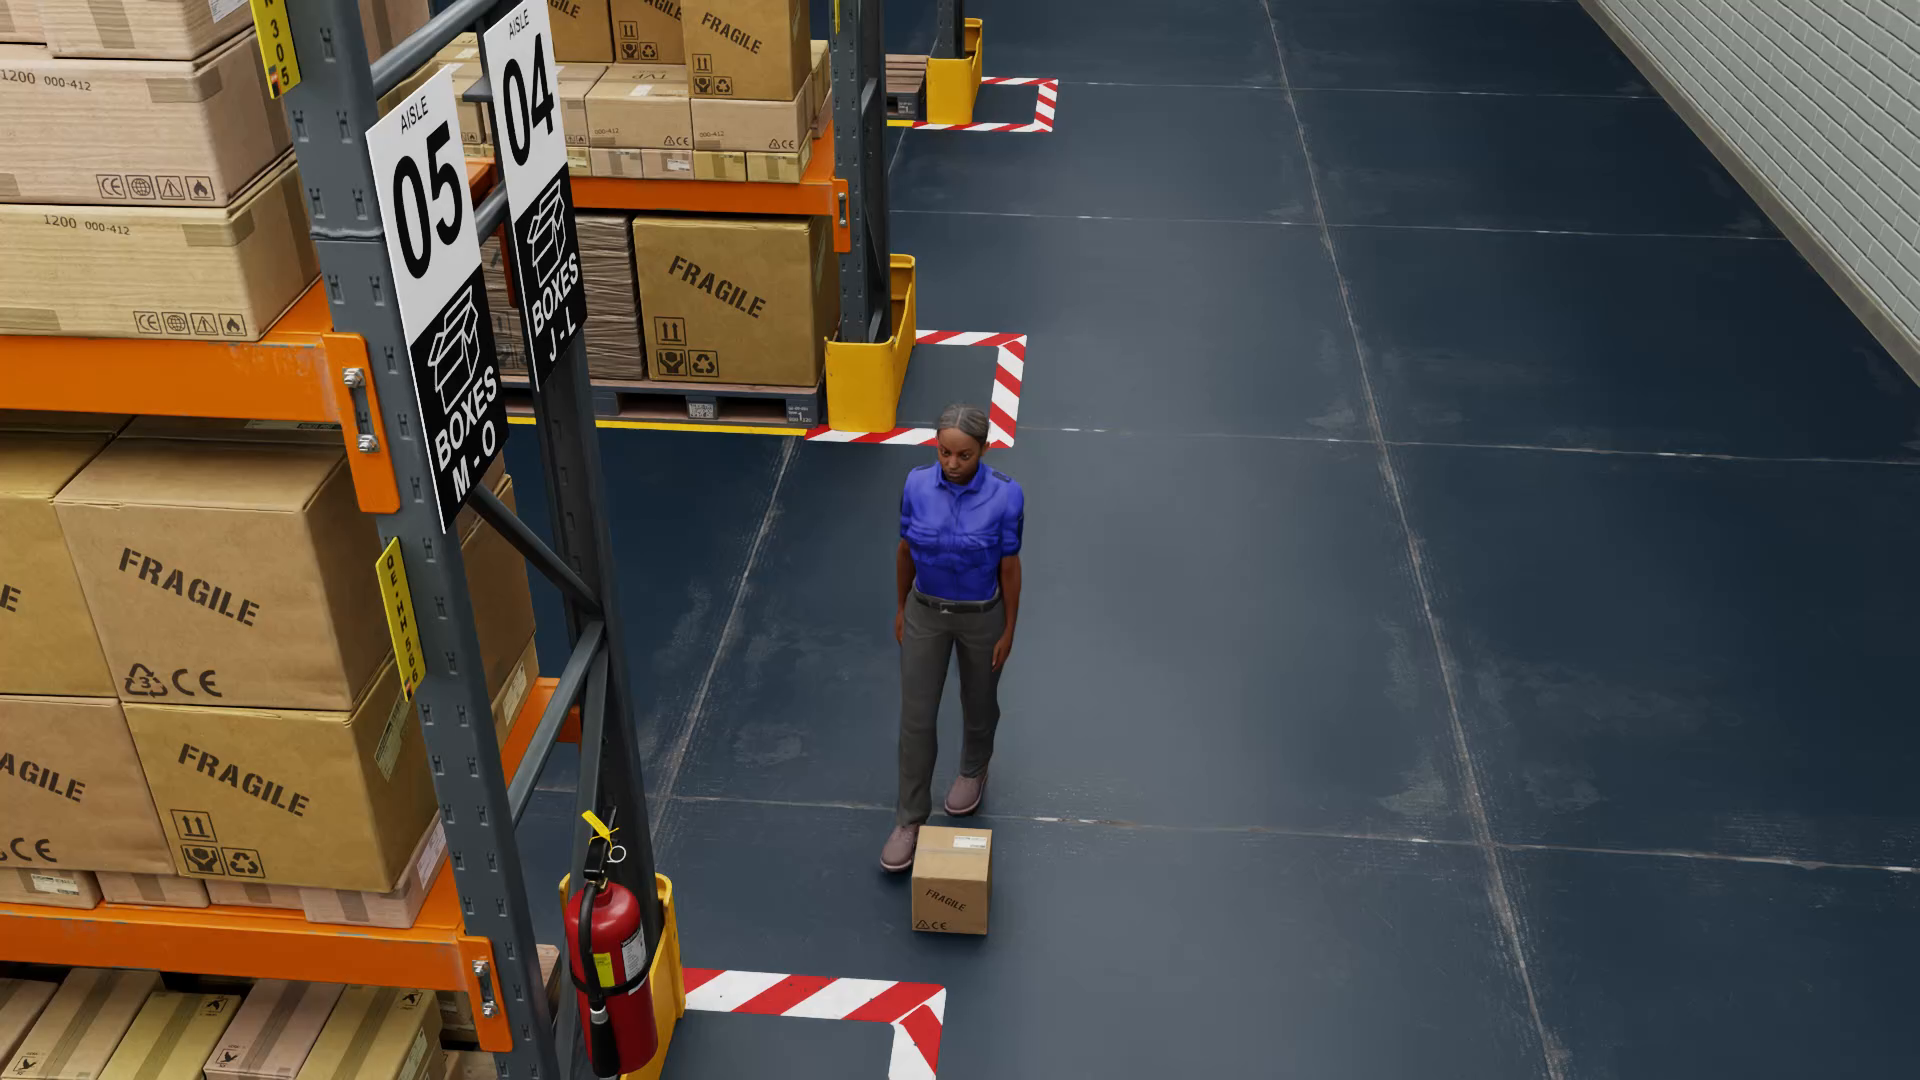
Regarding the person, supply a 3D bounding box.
[{"bbox_3d":[-0.036,0.337,5.591,0.450,1.647,0.666,5,33,8],"label":"person"}]
